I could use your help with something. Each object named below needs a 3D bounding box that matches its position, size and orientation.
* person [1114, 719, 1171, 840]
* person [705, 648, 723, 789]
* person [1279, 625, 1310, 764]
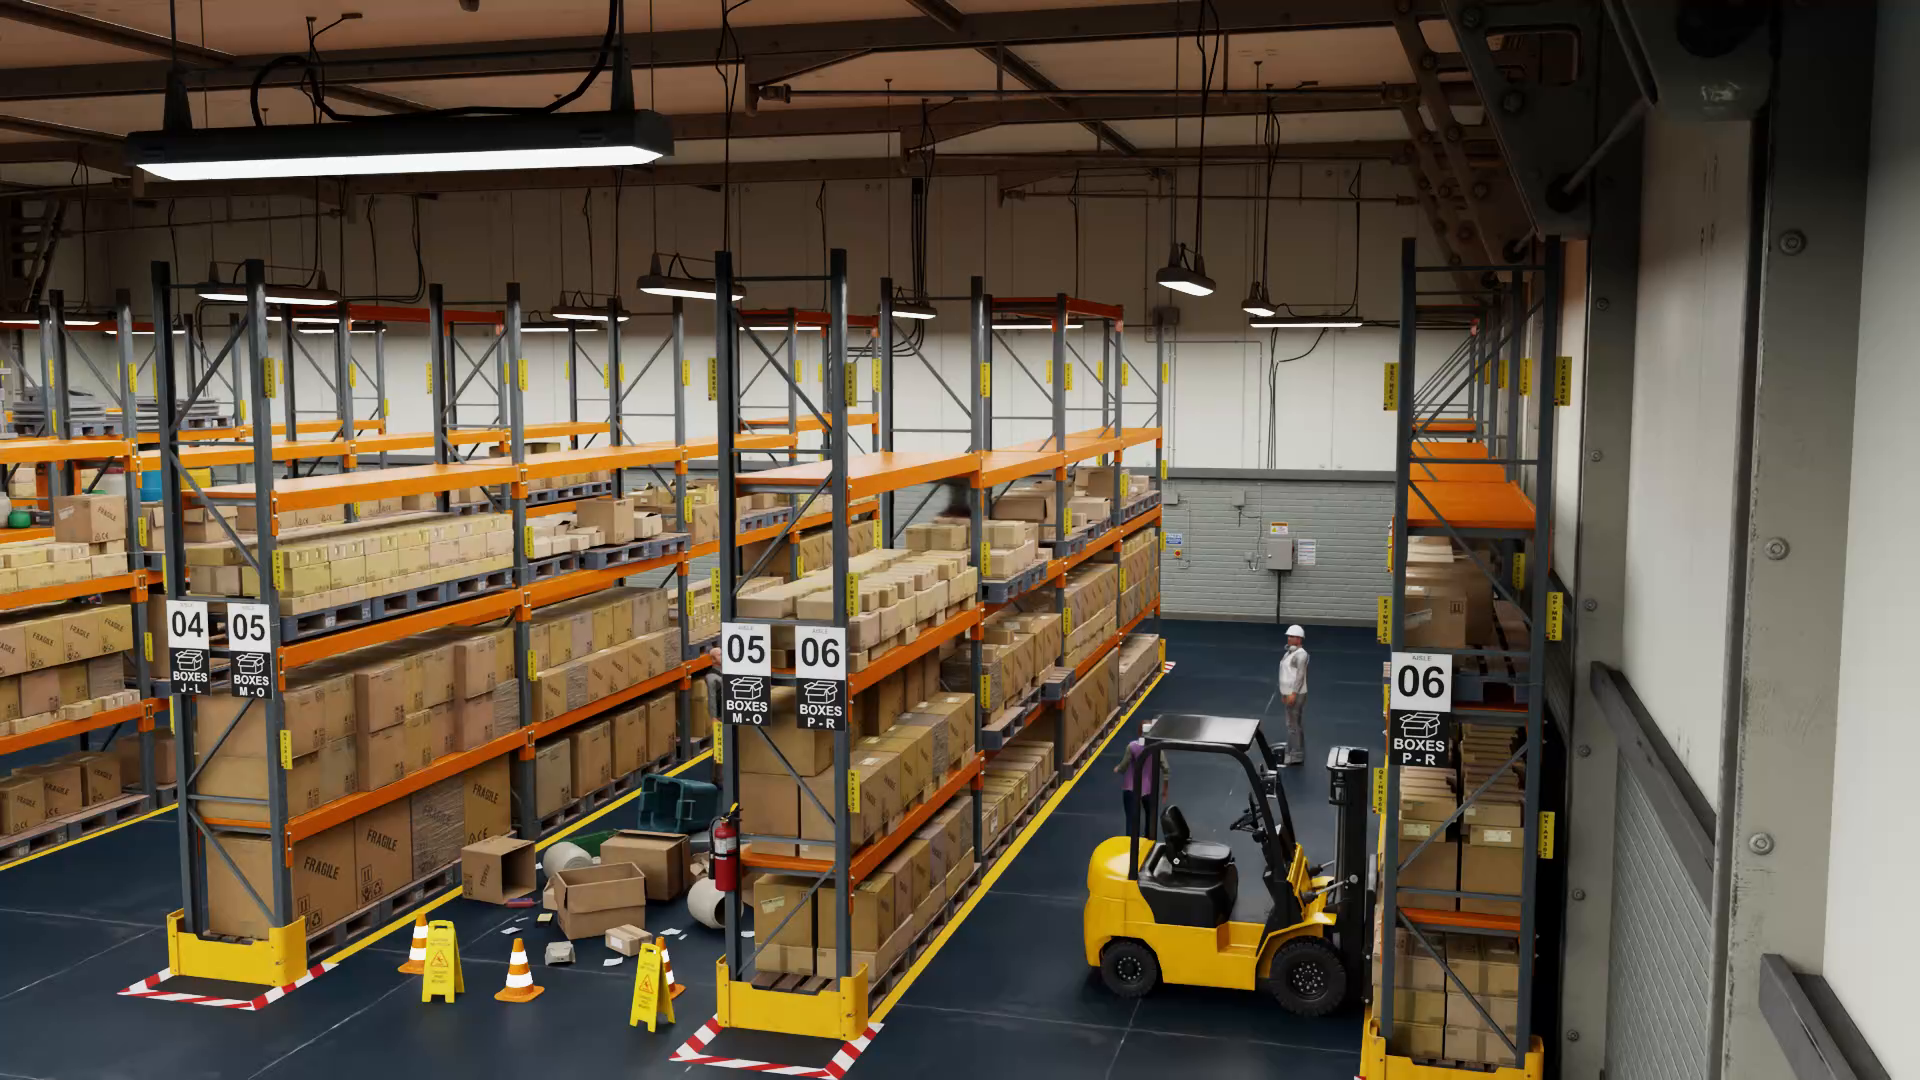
[{"bbox_3d":[1.860,2.601,17.141,0.634,1.561,0.893,2,6,16],"label":"person"},{"bbox_3d":[-2.884,2.171,20.344,0.445,1.722,0.562,0,6,-4],"label":"person"},{"bbox_3d":[4.336,1.995,21.616,0.378,1.772,0.558,1,6,8],"label":"person"}]
